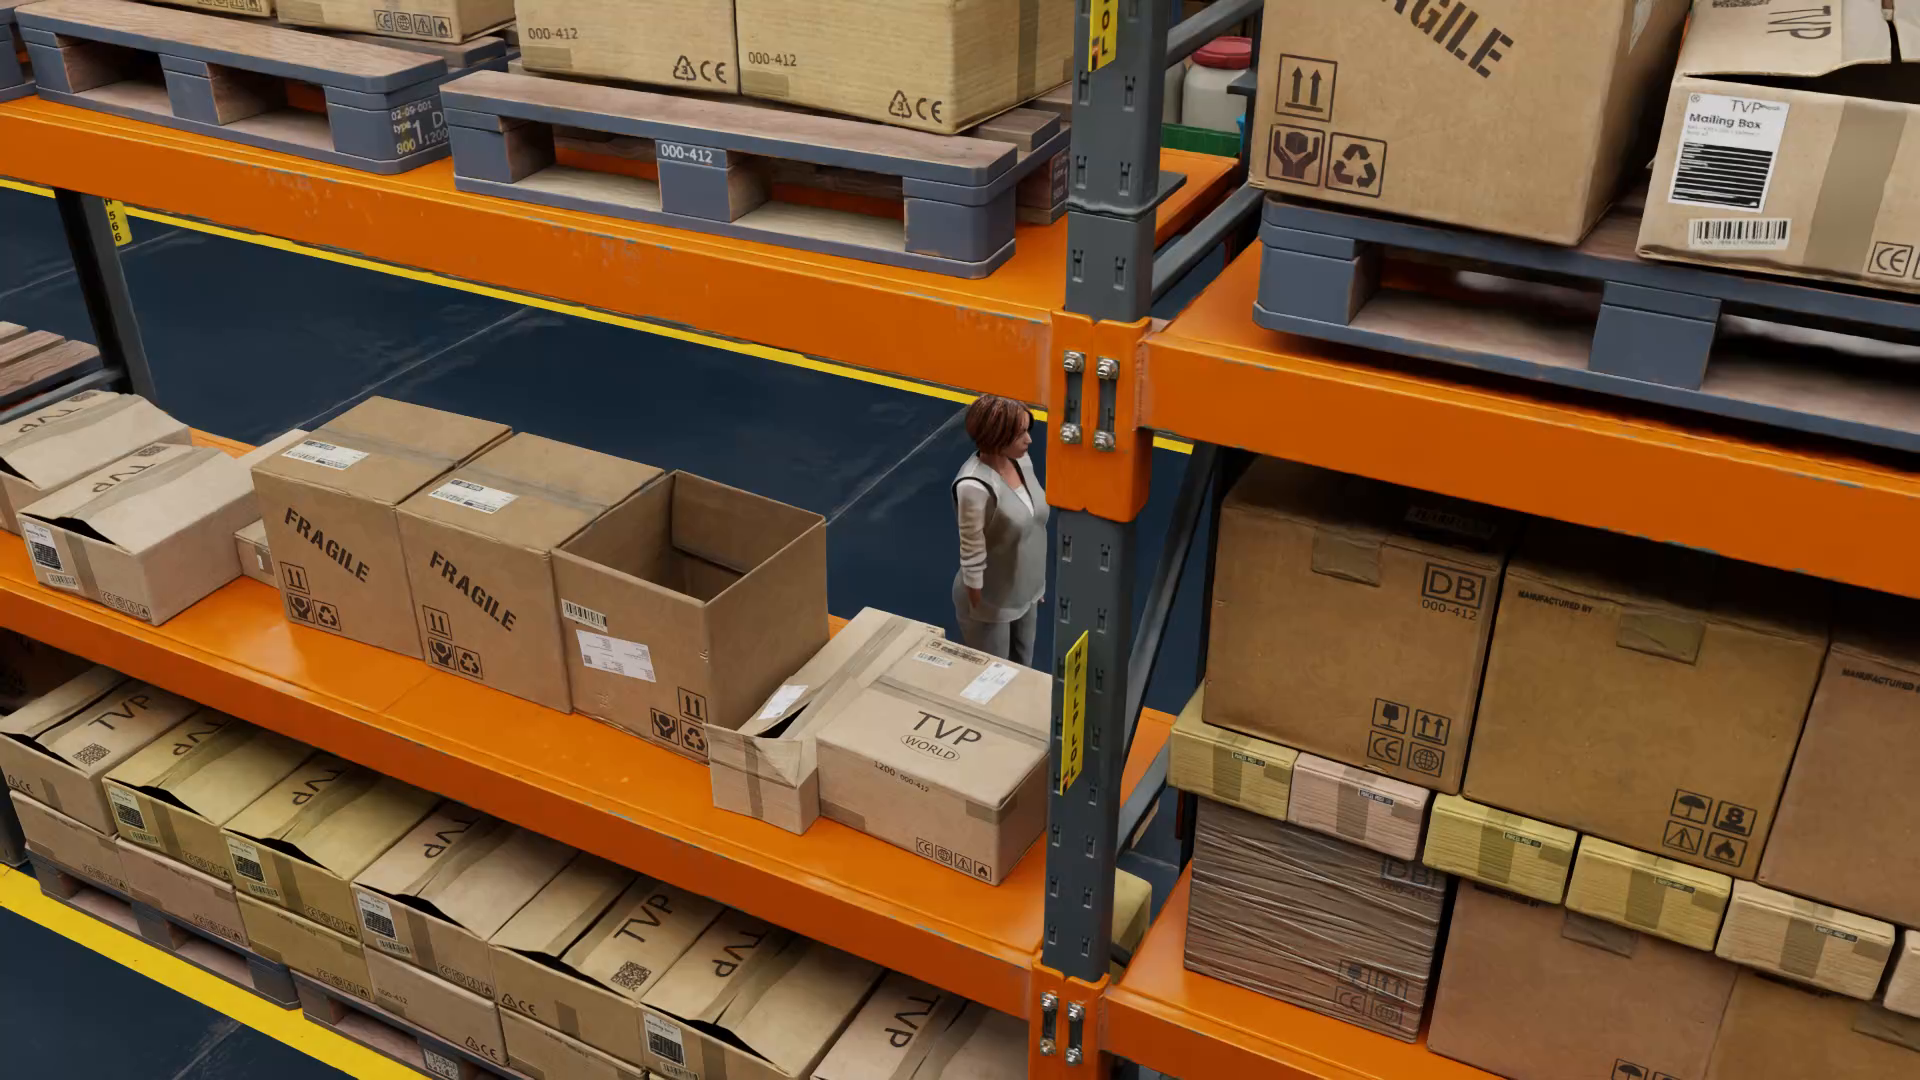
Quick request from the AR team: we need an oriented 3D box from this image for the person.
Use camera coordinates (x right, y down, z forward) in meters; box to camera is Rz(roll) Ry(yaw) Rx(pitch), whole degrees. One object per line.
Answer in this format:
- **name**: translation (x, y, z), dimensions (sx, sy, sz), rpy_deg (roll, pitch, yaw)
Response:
- **person**: translation (0.140, 0.207, 5.793), dimensions (0.304, 1.595, 0.405), rpy_deg (16, 34, 25)
